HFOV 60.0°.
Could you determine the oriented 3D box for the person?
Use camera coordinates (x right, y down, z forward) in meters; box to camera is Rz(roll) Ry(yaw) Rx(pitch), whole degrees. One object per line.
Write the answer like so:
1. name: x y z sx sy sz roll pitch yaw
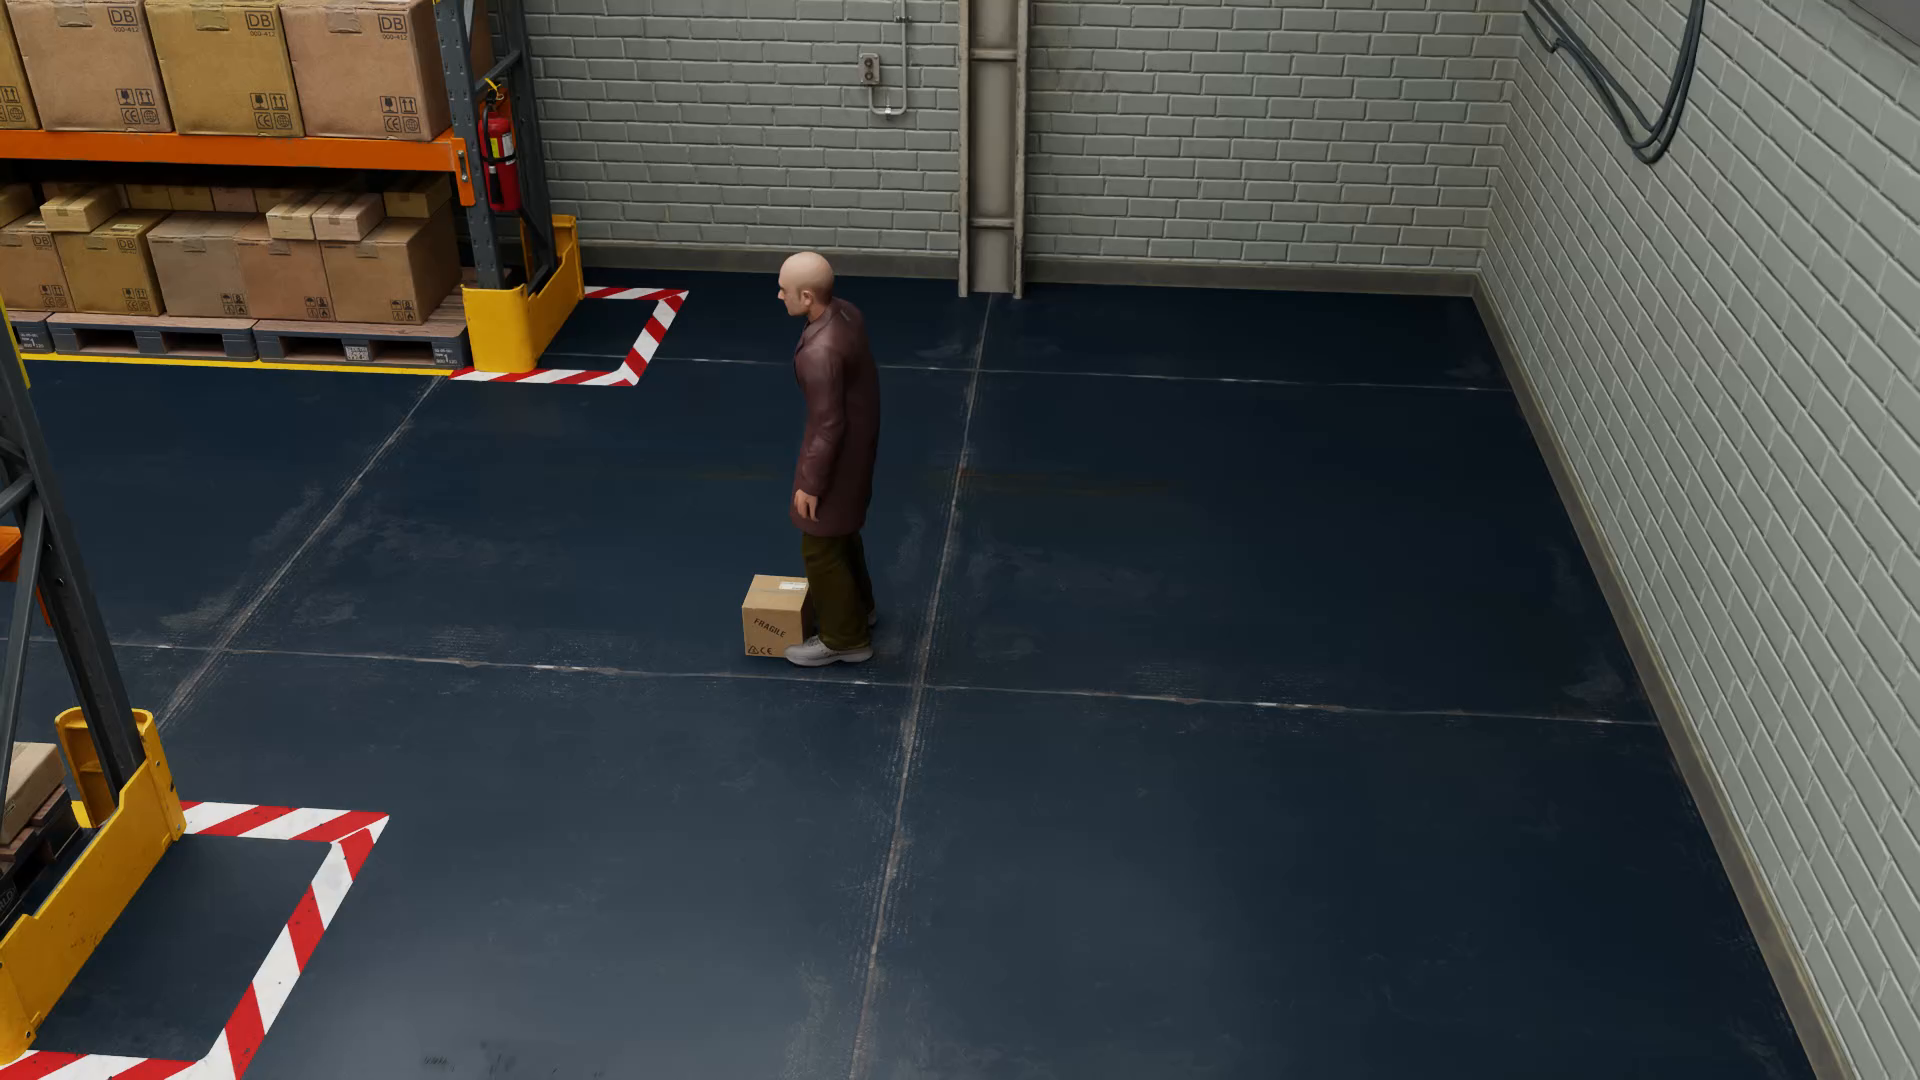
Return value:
1. person: -0.526 -0.320 6.670 0.425 1.774 0.644 3 32 4
